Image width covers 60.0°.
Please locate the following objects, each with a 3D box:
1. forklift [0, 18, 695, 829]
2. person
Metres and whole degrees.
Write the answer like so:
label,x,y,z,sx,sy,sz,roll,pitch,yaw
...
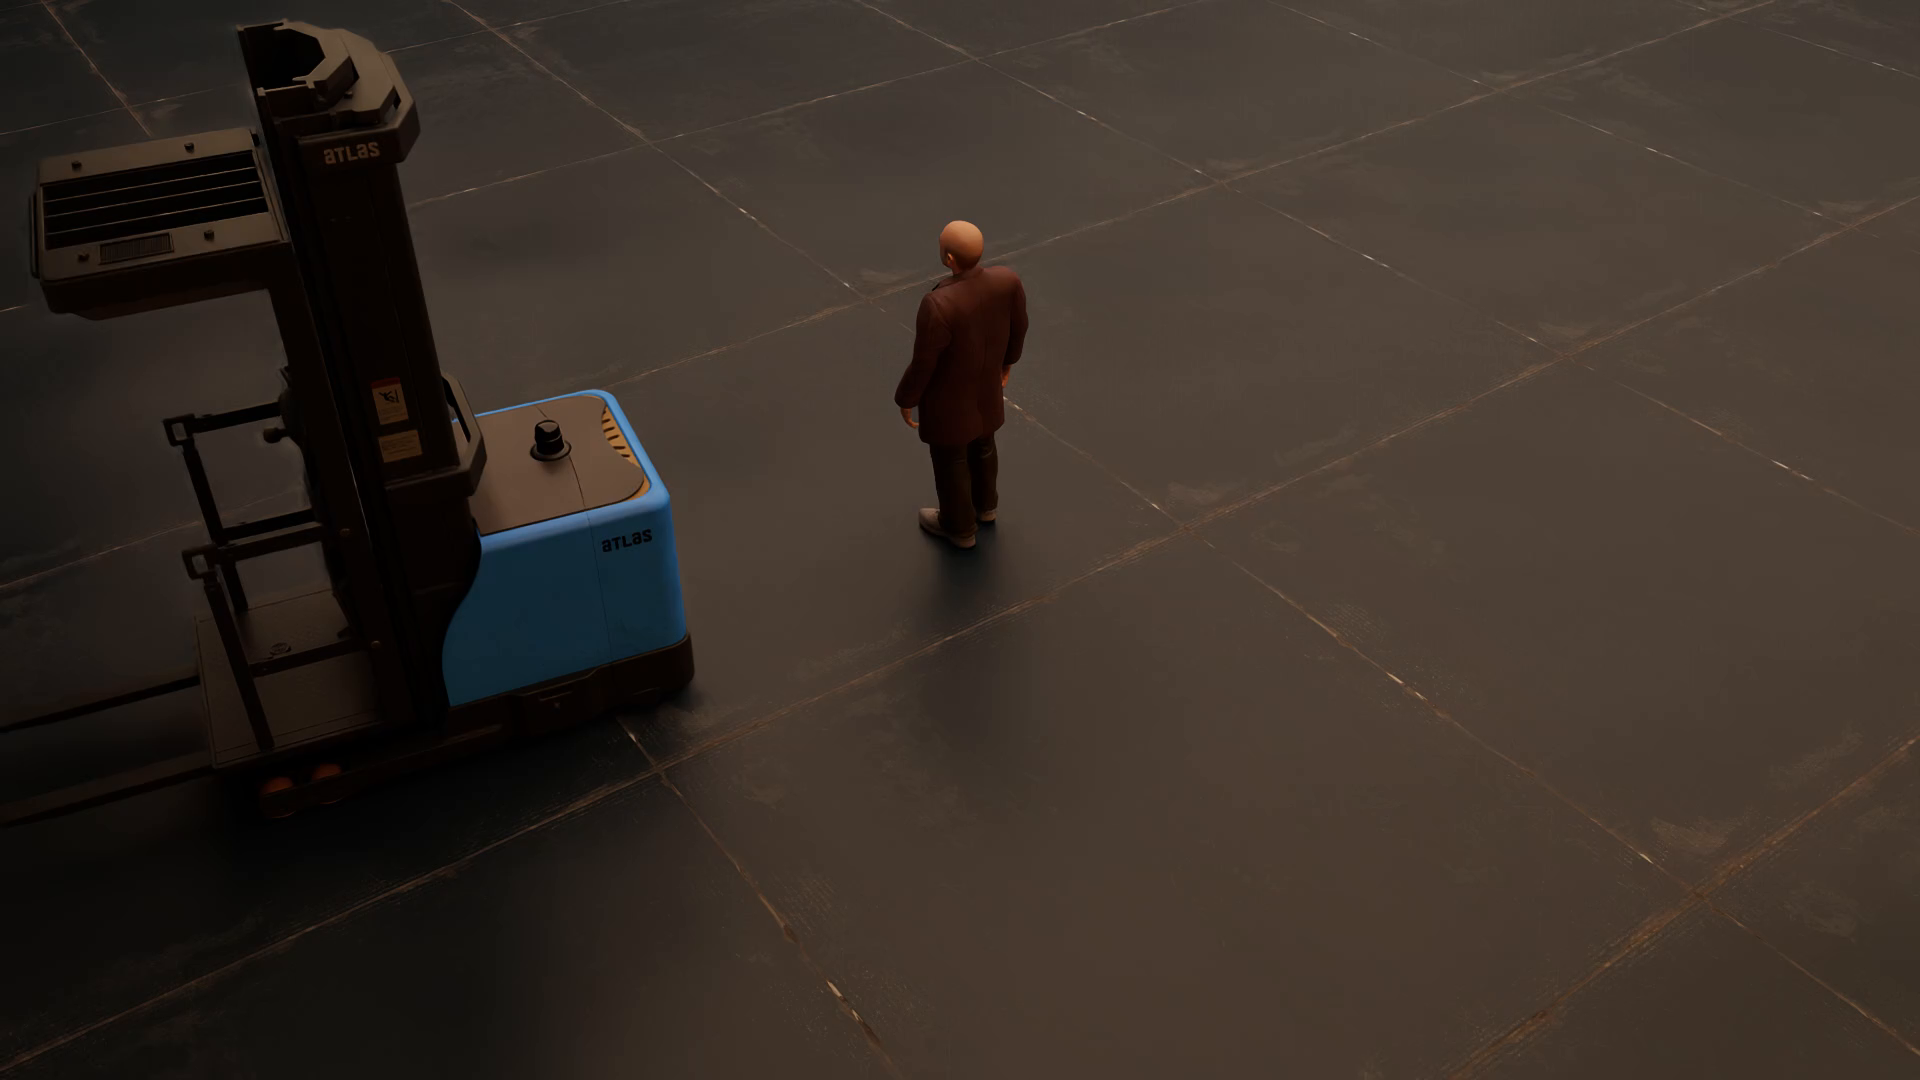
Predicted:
label,x,y,z,sx,sy,sz,roll,pitch,yaw
forklift,-2.753,-0.392,6.475,3.031,2.935,1.130,-15,39,-20
person,-0.050,-0.767,7.939,0.698,1.778,0.579,-23,42,-28
